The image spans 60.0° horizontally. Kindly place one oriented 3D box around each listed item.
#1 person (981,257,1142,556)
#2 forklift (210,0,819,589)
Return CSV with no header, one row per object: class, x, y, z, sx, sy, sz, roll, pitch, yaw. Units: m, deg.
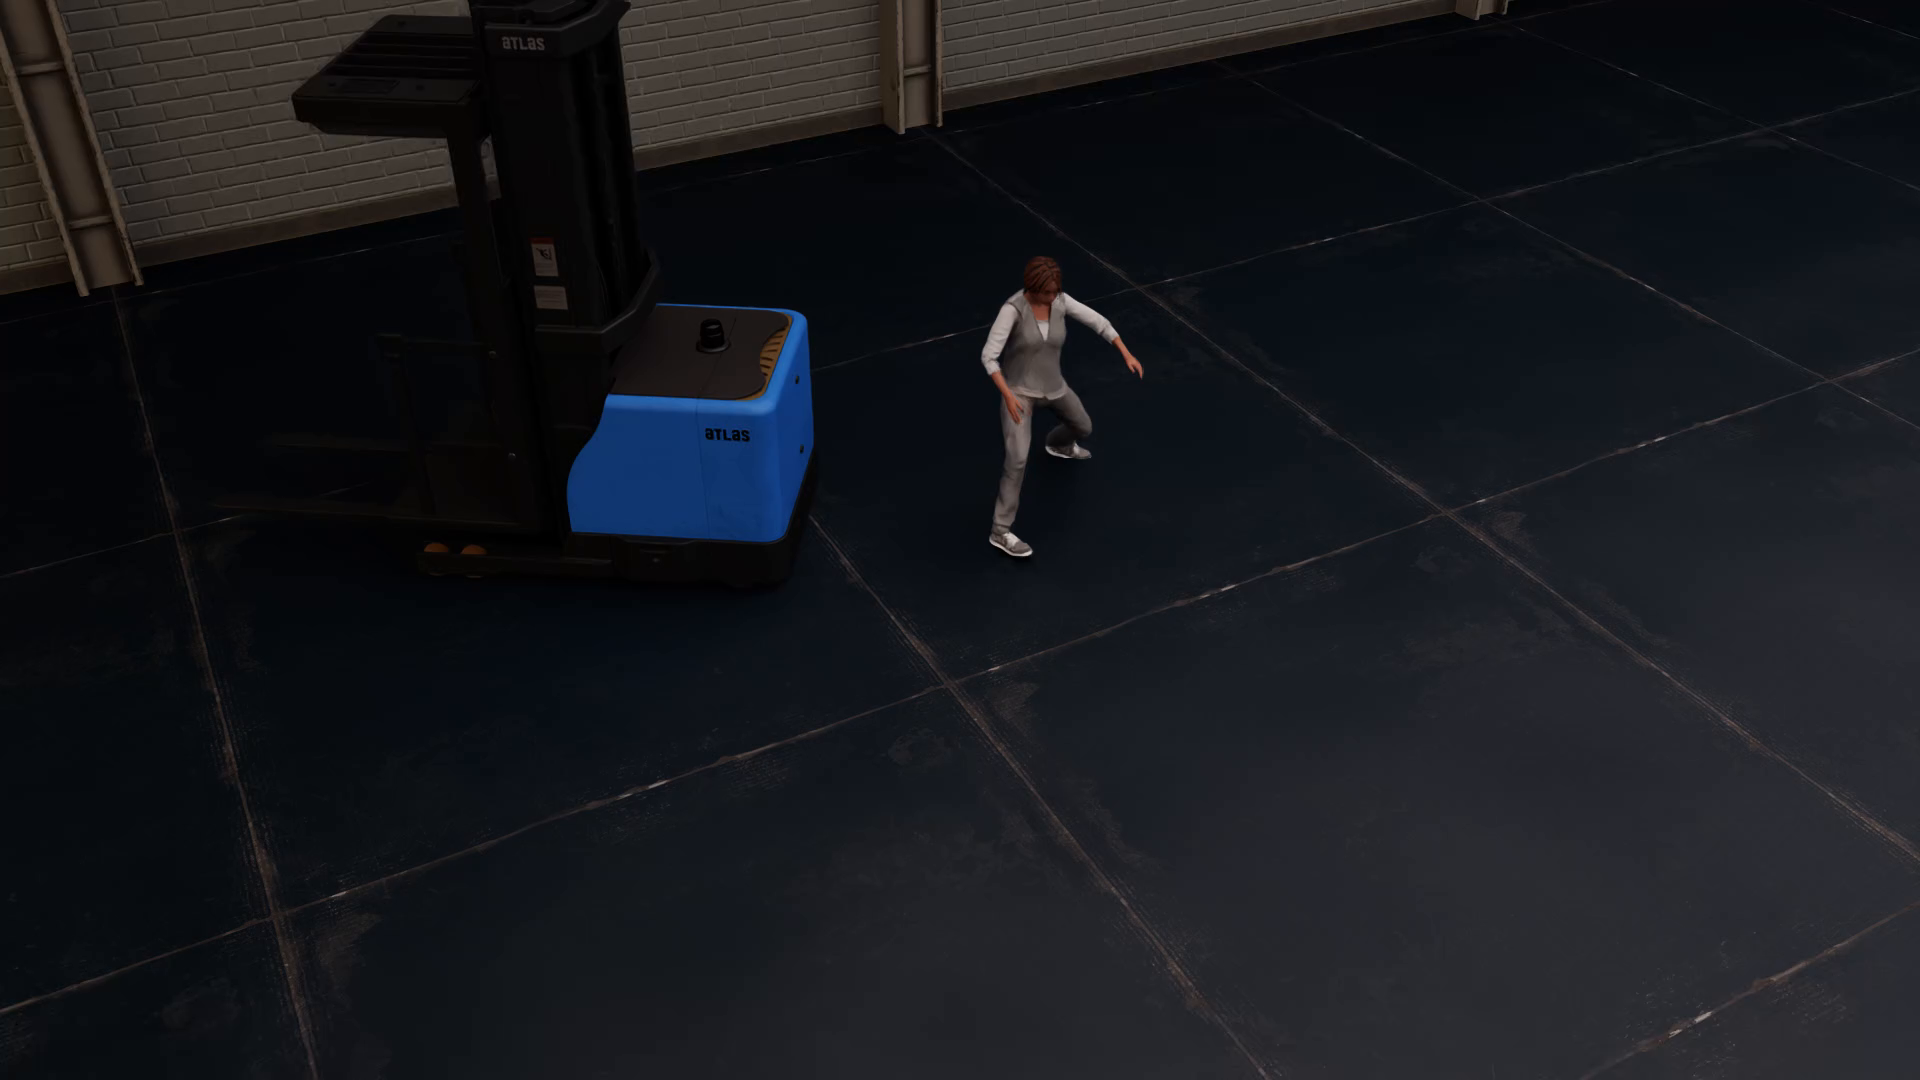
person,0.465,-0.764,8.549,0.927,1.436,0.872,-17,39,-22
forklift,-2.312,-1.303,7.967,3.031,2.935,1.130,3,35,5
